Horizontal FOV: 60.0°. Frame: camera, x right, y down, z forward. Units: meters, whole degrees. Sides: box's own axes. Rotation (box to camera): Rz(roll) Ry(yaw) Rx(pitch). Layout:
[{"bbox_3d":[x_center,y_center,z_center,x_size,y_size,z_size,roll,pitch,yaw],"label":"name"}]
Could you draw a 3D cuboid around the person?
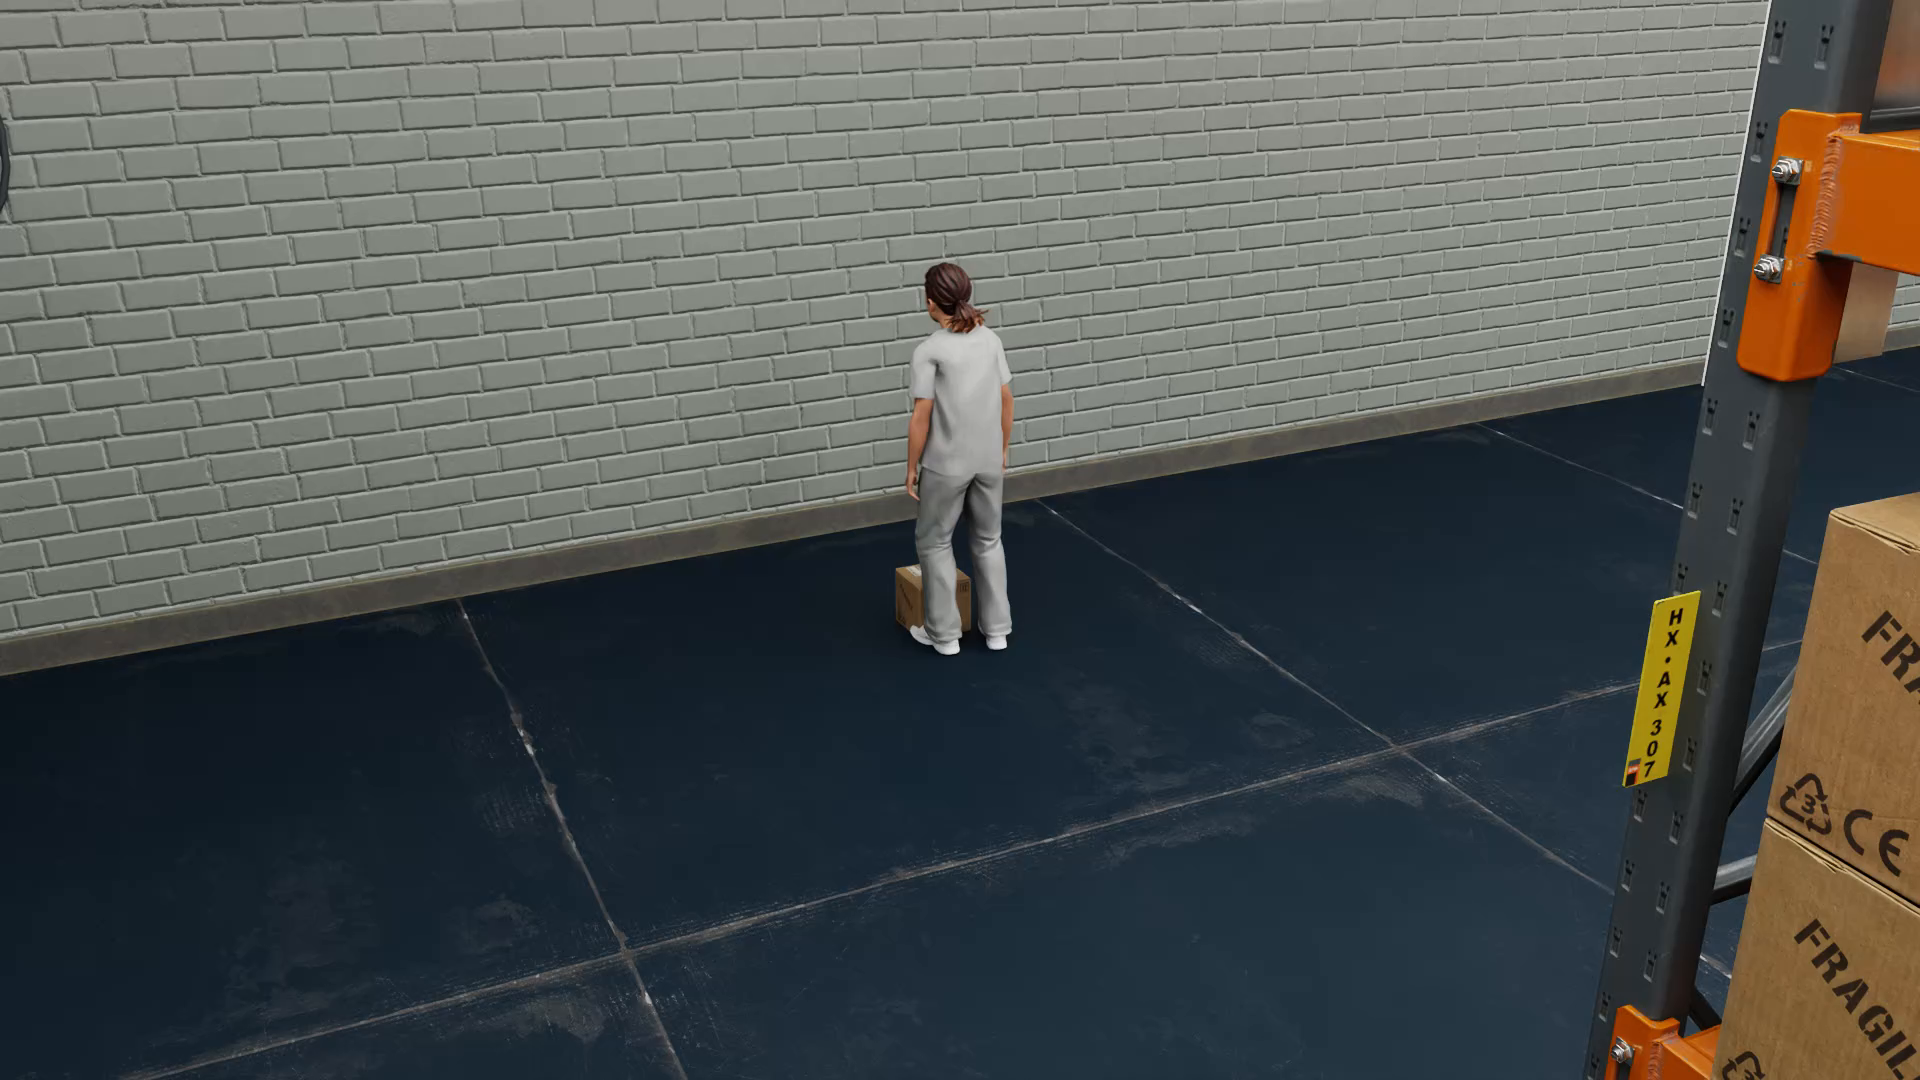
[{"bbox_3d":[-0.016,-0.321,6.880,0.504,1.671,0.416,-12,25,-26],"label":"person"}]
